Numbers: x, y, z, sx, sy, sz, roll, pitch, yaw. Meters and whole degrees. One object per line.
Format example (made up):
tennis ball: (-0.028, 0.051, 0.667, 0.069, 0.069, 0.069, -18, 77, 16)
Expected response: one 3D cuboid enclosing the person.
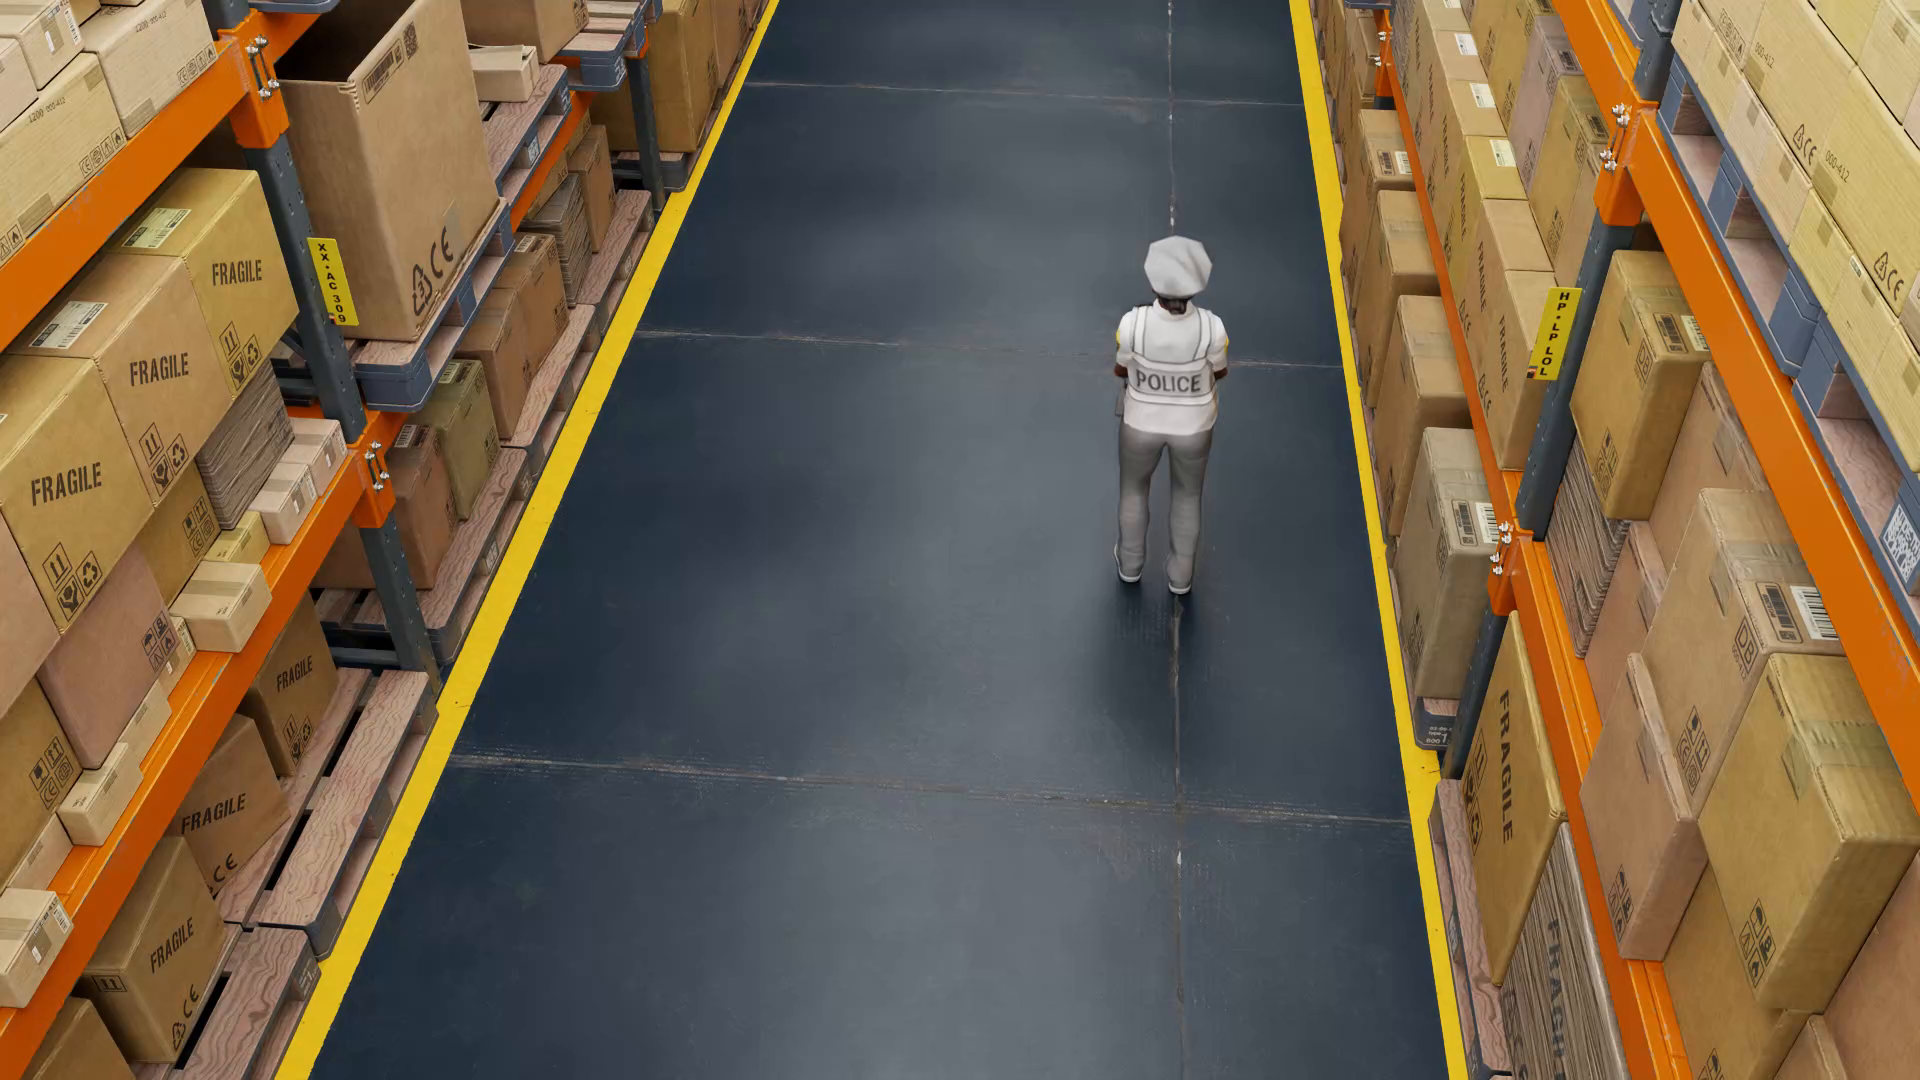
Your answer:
person: (0.837, -0.524, 6.753, 0.449, 1.688, 0.535, 4, 40, 4)
